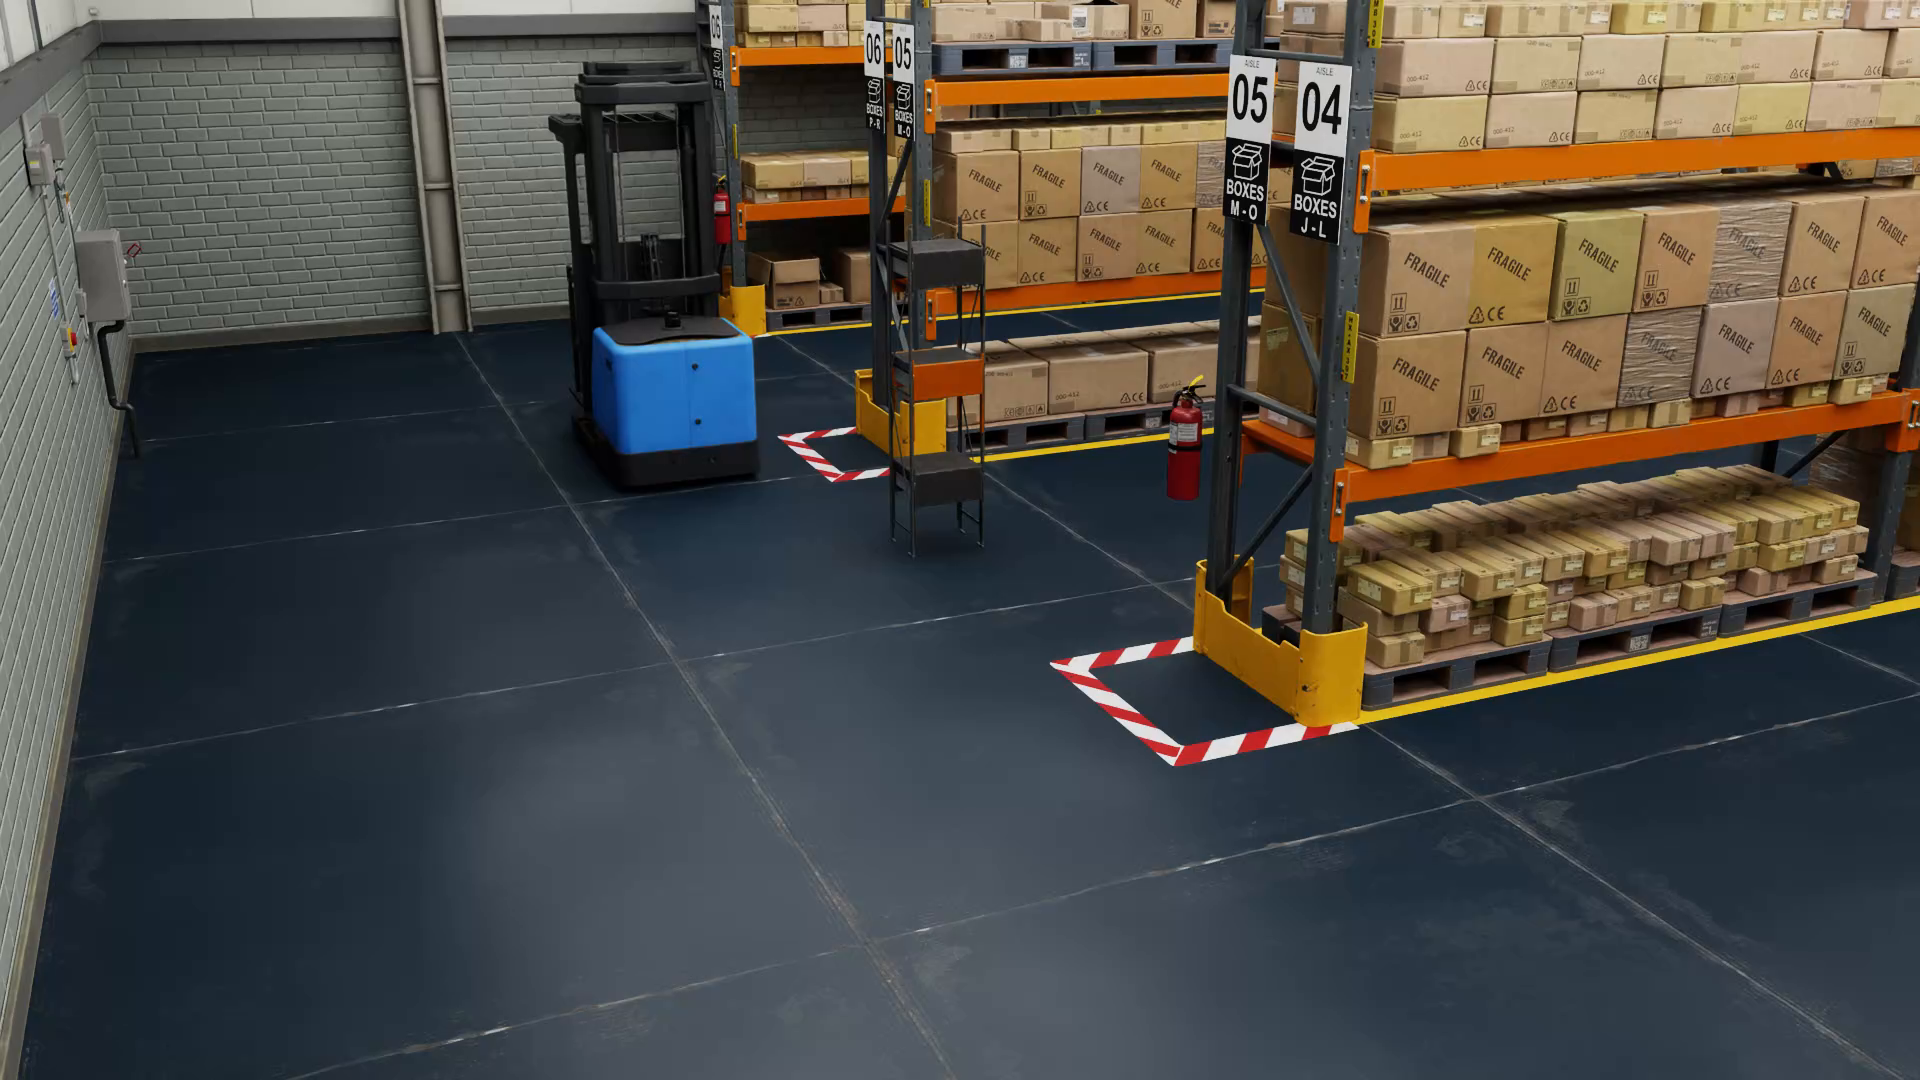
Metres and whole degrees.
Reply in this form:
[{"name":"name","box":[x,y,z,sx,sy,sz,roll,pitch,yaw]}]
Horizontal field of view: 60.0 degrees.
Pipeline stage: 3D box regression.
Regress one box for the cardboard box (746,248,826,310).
[{"name":"cardboard box","box":[-1.823,-2.738,17.408,0.637,0.503,0.797,-9,21,-24]}]

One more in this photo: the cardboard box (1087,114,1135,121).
[{"name":"cardboard box","box":[1.196,-3.299,13.242,0.250,0.149,0.380,-7,21,-20]}]

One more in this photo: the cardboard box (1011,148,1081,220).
[{"name":"cardboard box","box":[0.573,-2.718,12.568,0.500,0.500,0.500,-9,21,-23]}]

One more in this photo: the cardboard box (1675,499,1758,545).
[{"name":"cardboard box","box":[4.337,-0.099,9.552,0.250,0.149,0.380,-7,21,-20]}]

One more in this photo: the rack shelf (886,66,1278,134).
[{"name":"rack shelf","box":[1.384,-3.491,12.988,4.000,0.370,1.077,-8,21,-22]}]

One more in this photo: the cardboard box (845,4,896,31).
[{"name":"cardboard box","box":[-0.973,-5.262,16.711,0.500,0.250,0.500,-9,21,-24]}]

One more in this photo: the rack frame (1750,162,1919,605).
[{"name":"rack frame","box":[5.274,-1.183,9.864,0.127,3.000,1.000,-8,21,-22]}]

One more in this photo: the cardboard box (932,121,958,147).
[{"name":"cardboard box","box":[-0.202,-3.086,12.636,0.250,0.149,0.380,-8,21,-21]}]

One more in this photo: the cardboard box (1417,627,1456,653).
[{"name":"cardboard box","box":[2.417,0.460,8.861,0.250,0.149,0.380,-8,21,-22]}]

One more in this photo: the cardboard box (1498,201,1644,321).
[{"name":"cardboard box","box":[3.066,-1.424,8.444,0.500,0.500,0.500,-9,21,-23]}]

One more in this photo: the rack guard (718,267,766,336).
[{"name":"rack guard","box":[-2.352,-2.497,17.360,0.348,0.500,1.175,-8,21,-22]}]

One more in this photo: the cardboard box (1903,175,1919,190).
[{"name":"cardboard box","box":[9.261,-3.529,16.274,0.250,0.149,0.380,-8,21,-22]}]

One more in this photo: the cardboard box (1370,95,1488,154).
[{"name":"cardboard box","box":[2.115,-1.982,7.843,0.500,0.250,0.500,-7,21,-20]}]

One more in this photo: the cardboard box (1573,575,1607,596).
[{"name":"cardboard box","box":[3.365,0.168,9.239,0.250,0.149,0.380,-7,21,-19]}]

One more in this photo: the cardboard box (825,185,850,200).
[{"name":"cardboard box","box":[-1.312,-3.614,17.148,0.250,0.149,0.380,-7,21,-20]}]

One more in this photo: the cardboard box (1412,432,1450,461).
[{"name":"cardboard box","box":[2.246,-0.527,8.379,0.250,0.149,0.380,-7,21,-20]}]

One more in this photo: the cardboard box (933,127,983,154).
[{"name":"cardboard box","box":[-0.017,-2.940,12.222,0.250,0.149,0.380,-8,21,-21]}]

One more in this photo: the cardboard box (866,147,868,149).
[{"name":"cardboard box","box":[-0.694,-4.077,17.862,0.500,0.250,0.500,-8,21,-22]}]

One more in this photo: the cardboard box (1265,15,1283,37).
[{"name":"cardboard box","box":[2.518,-4.004,12.956,0.250,0.149,0.380,-8,21,-21]}]

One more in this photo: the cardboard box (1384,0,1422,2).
[{"name":"cardboard box","box":[2.047,-2.567,8.152,0.250,0.149,0.380,-8,21,-21]}]

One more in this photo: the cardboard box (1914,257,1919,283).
[{"name":"cardboard box","box":[5.565,-1.655,10.056,0.250,0.149,0.380,-7,21,-19]}]

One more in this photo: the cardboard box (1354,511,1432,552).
[{"name":"cardboard box","box":[2.428,-0.026,9.343,0.250,0.149,0.380,-9,21,-23]}]

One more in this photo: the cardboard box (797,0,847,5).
[{"name":"cardboard box","box":[-1.440,-5.429,16.433,0.500,0.250,0.500,-8,21,-22]}]

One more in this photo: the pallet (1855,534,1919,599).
[{"name":"pallet","box":[5.988,0.030,10.619,1.213,0.211,1.003,-8,21,-22]}]

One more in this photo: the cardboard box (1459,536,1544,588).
[{"name":"cardboard box","box":[2.899,0.119,8.931,0.250,0.149,0.380,-9,21,-25]}]

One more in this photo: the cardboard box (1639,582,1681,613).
[{"name":"cardboard box","box":[3.832,0.270,9.400,0.250,0.149,0.380,-8,21,-21]}]

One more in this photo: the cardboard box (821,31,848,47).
[{"name":"cardboard box","box":[-1.295,-5.006,16.584,0.250,0.149,0.380,-8,21,-21]}]

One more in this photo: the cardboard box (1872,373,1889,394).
[{"name":"cardboard box","box":[5.104,-0.955,9.596,0.250,0.149,0.380,-8,21,-23]}]

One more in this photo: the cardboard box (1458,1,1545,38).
[{"name":"cardboard box","box":[2.508,-2.439,7.789,0.250,0.149,0.380,-8,21,-22]}]

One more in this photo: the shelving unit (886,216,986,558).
[{"name":"shelving unit","box":[-0.152,-0.969,10.611,0.503,2.100,0.431,-8,21,-22]}]

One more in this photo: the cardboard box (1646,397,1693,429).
[{"name":"cardboard box","box":[3.697,-0.728,8.950,0.250,0.149,0.380,-8,21,-21]}]

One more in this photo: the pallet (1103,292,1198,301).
[{"name":"pallet","box":[1.983,-2.995,19.211,1.213,0.211,1.003,-8,21,-22]}]

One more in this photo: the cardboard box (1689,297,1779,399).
[{"name":"cardboard box","box":[4.007,-1.087,8.995,0.500,0.500,0.500,-8,21,-22]}]

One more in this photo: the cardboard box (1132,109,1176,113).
[{"name":"cardboard box","box":[2.259,-4.501,18.505,0.500,0.500,0.700,-8,21,-21]}]

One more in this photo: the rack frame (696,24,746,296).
[{"name":"rack frame","box":[-2.422,-3.666,16.917,0.127,3.000,1.000,-8,21,-22]}]

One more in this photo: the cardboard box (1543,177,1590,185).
[{"name":"cardboard box","box":[5.128,-3.378,14.444,0.500,0.500,0.500,-9,21,-23]}]

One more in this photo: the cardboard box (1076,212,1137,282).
[{"name":"cardboard box","box":[1.030,-2.312,12.921,0.500,0.500,0.500,-8,21,-22]}]

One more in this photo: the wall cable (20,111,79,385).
[{"name":"wall cable","box":[-5.621,-1.898,10.318,0.123,1.953,0.585,-8,21,-22]}]

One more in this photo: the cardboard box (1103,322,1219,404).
[{"name":"cardboard box","box":[1.780,-1.501,13.993,0.875,0.438,0.875,-9,21,-24]}]

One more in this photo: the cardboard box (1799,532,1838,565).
[{"name":"cardboard box","box":[4.867,0.002,9.714,0.250,0.149,0.380,-9,21,-25]}]

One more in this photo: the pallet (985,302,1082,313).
[{"name":"pallet","box":[0.620,-2.787,18.619,1.213,0.211,1.003,-8,21,-22]}]

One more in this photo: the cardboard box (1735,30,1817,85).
[{"name":"cardboard box","box":[3.992,-2.489,8.532,0.500,0.250,0.500,-7,21,-20]}]

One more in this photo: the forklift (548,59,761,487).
[{"name":"forklift","box":[-2.496,-2.217,12.905,1.130,2.935,3.031,-8,21,-21]}]

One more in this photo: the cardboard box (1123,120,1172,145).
[{"name":"cardboard box","box":[1.424,-3.131,12.764,0.250,0.149,0.380,-9,21,-23]}]

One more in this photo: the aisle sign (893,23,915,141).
[{"name":"aisle sign","box":[-0.404,-3.281,11.909,0.004,0.787,0.394,-8,21,-22]}]

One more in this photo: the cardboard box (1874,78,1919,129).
[{"name":"cardboard box","box":[4.930,-2.380,8.974,0.500,0.250,0.500,-8,21,-21]}]

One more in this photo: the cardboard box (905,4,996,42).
[{"name":"cardboard box","box":[-0.075,-3.829,12.306,0.500,0.250,0.500,-10,22,-27]}]

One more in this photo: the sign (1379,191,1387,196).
[{"name":"sign","box":[3.442,-2.955,13.477,0.005,0.325,0.100,-8,21,-22]}]

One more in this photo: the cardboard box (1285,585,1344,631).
[{"name":"cardboard box","box":[2.002,0.357,9.151,0.250,0.149,0.380,-8,21,-21]}]

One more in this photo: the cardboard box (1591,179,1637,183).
[{"name":"cardboard box","box":[5.618,-3.087,14.745,0.500,0.250,0.500,-9,21,-23]}]

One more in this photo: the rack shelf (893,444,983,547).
[{"name":"rack shelf","box":[-0.152,-0.295,10.848,0.480,0.518,0.431,-8,21,-22]}]

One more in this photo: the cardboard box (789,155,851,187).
[{"name":"cardboard box","box":[-1.436,-3.779,17.017,0.500,0.250,0.500,-8,21,-21]}]

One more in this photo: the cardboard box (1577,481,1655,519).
[{"name":"cardboard box","box":[3.890,-0.218,9.889,0.250,0.149,0.380,-8,21,-21]}]

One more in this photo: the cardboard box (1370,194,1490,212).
[{"name":"cardboard box","box":[2.388,-1.518,8.713,0.500,0.500,0.500,-9,21,-24]}]

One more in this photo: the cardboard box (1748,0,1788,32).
[{"name":"cardboard box","box":[3.918,-2.648,8.382,0.250,0.149,0.380,-8,21,-22]}]
